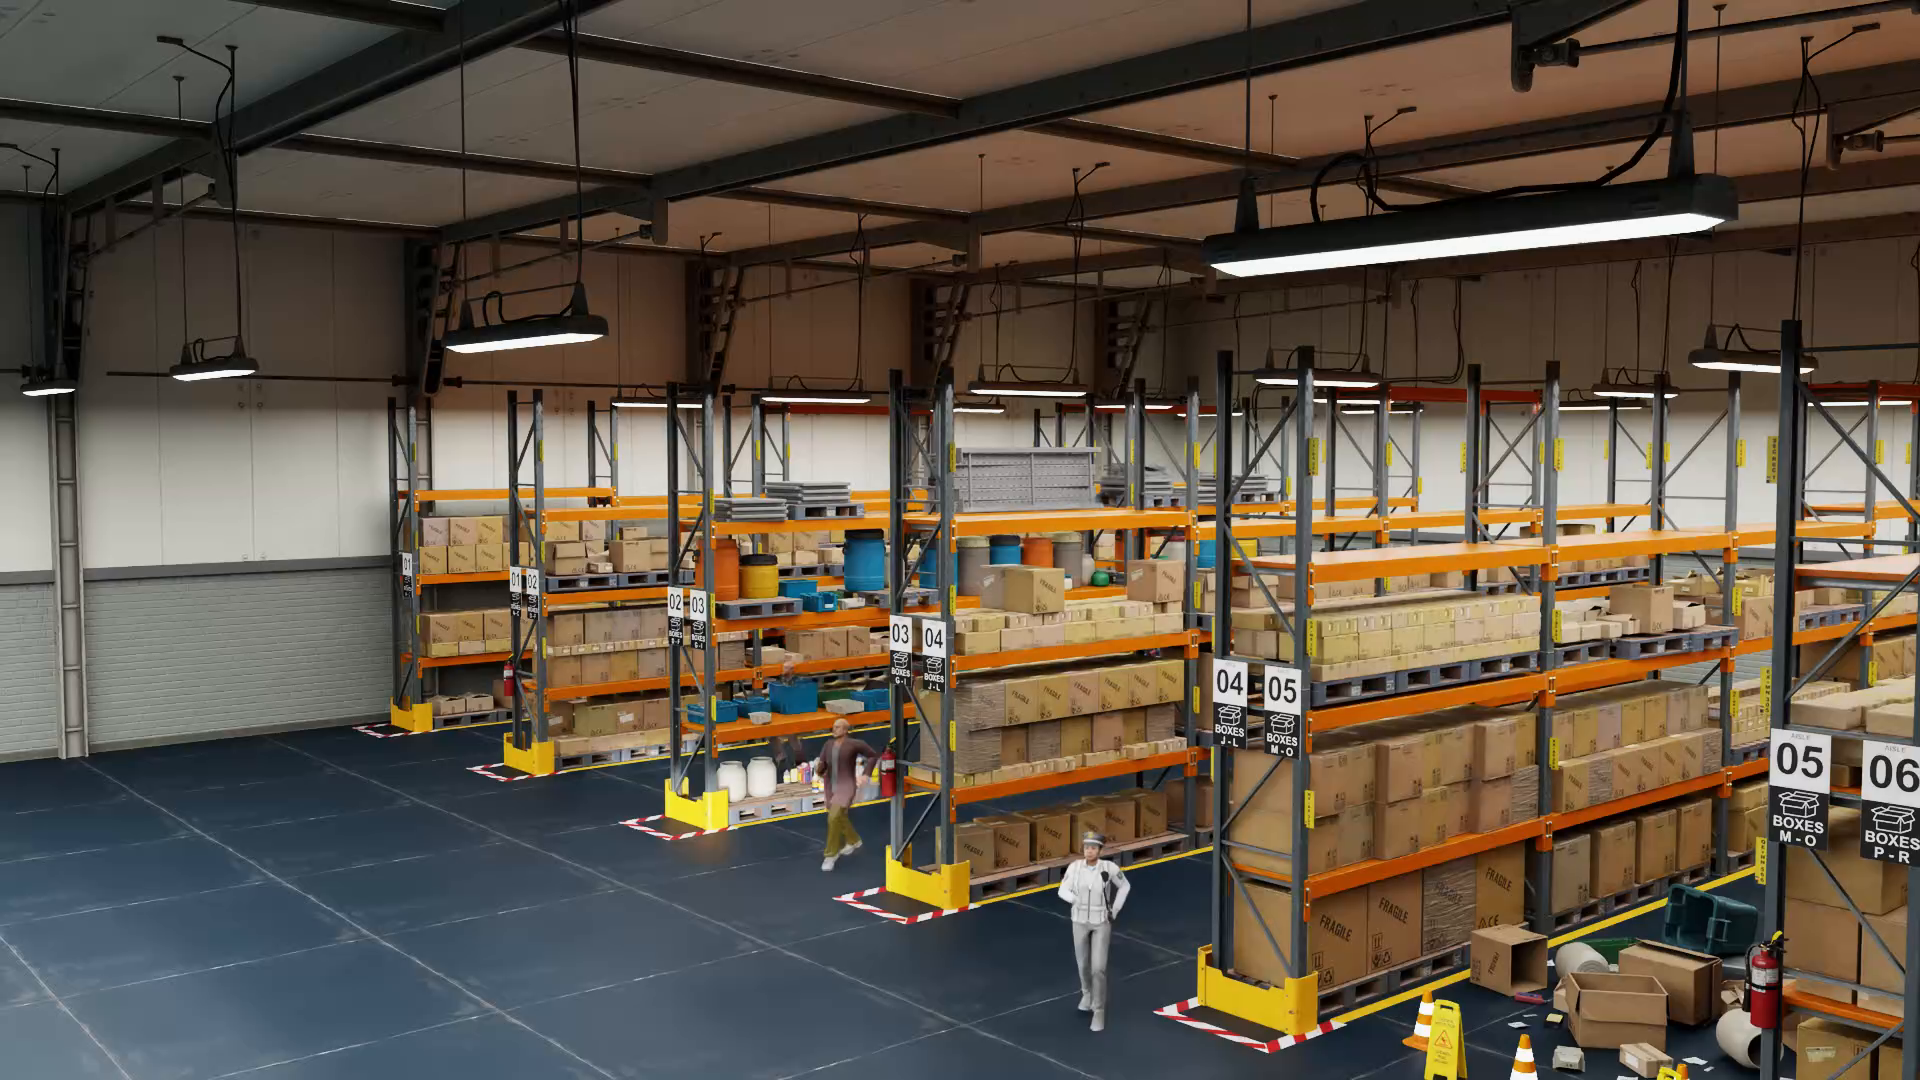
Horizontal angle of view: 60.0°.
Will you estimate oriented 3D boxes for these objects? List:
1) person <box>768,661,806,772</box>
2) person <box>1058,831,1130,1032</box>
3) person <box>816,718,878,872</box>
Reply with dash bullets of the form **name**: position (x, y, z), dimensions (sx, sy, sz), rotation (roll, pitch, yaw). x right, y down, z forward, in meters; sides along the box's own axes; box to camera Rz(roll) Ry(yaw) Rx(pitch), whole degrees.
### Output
- **person**: position (-2.723, 2.788, 26.184), dimensions (0.635, 1.762, 0.751), rotation (3, 4, 37)
- **person**: position (1.179, 3.462, 14.844), dimensions (0.610, 1.768, 0.656), rotation (1, 4, 18)
- **person**: position (-1.447, 3.110, 20.430), dimensions (0.720, 1.807, 0.903), rotation (3, 4, 38)
